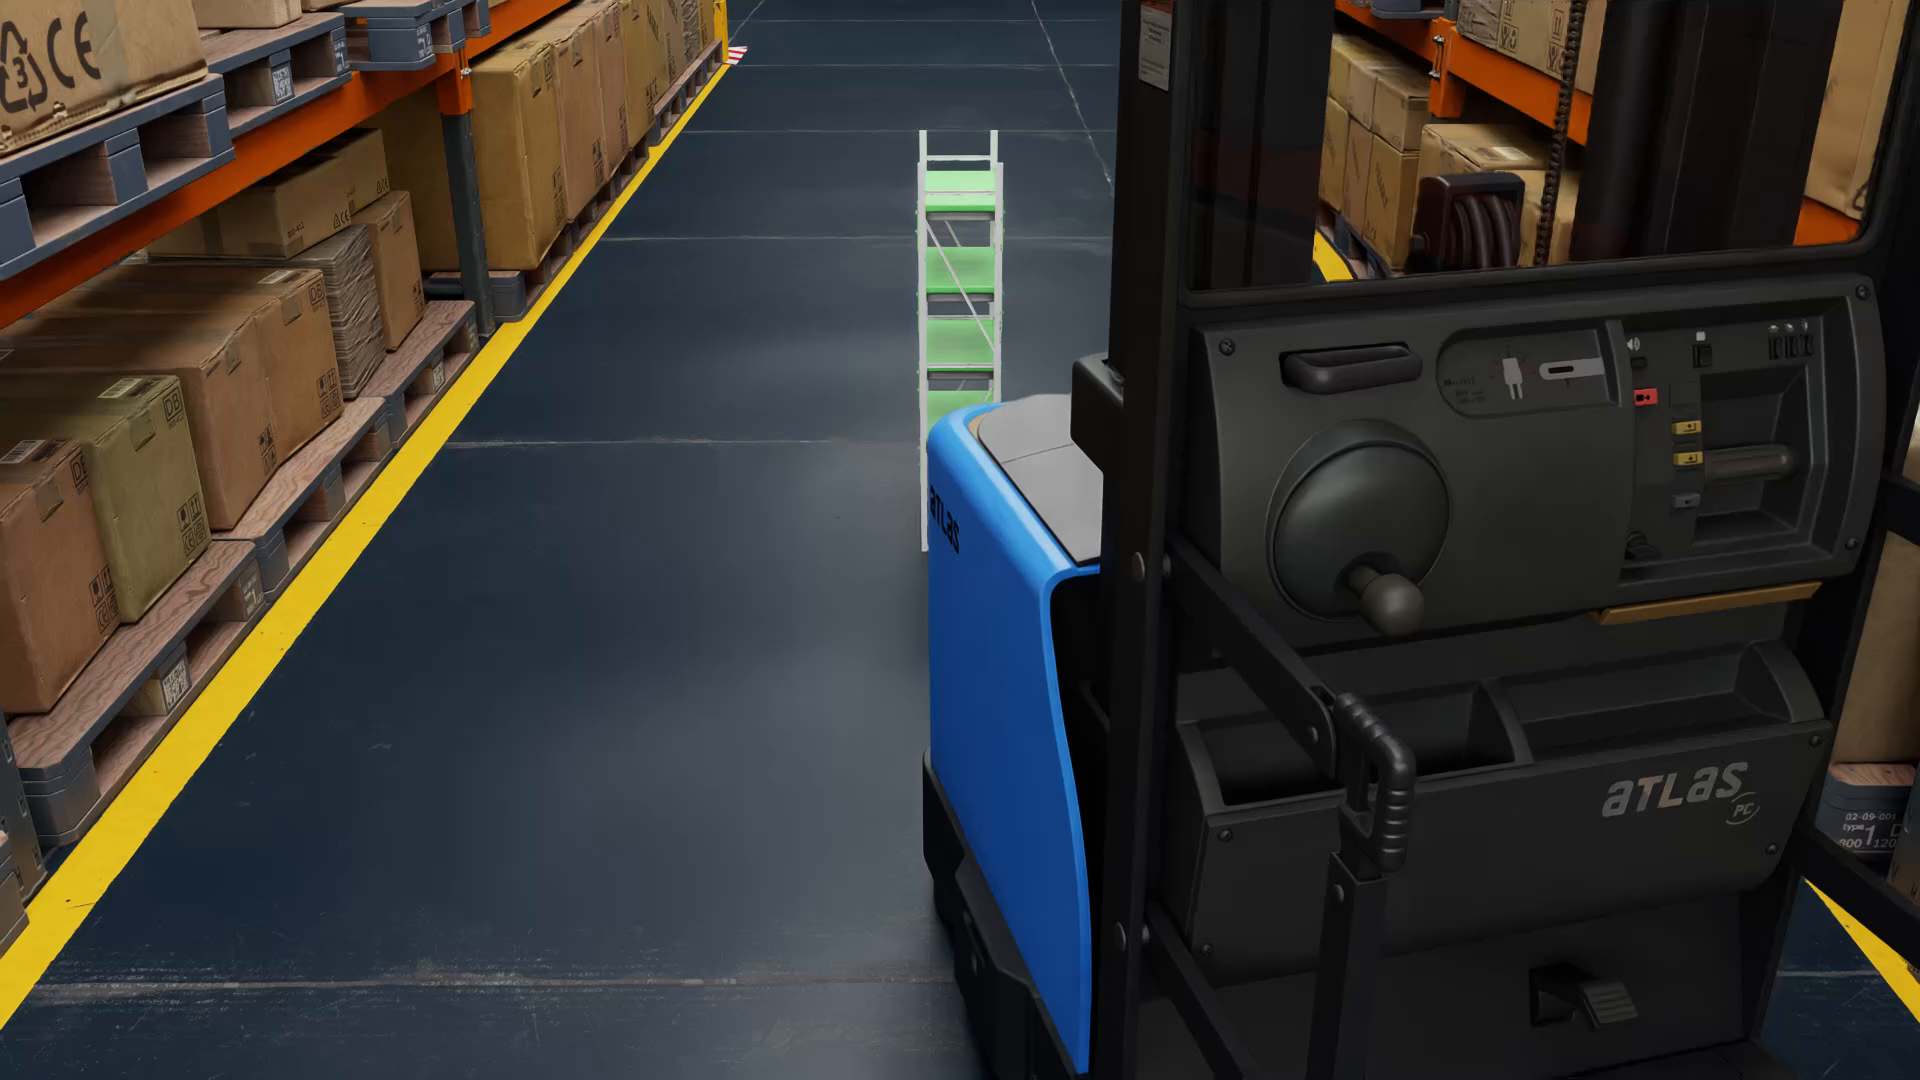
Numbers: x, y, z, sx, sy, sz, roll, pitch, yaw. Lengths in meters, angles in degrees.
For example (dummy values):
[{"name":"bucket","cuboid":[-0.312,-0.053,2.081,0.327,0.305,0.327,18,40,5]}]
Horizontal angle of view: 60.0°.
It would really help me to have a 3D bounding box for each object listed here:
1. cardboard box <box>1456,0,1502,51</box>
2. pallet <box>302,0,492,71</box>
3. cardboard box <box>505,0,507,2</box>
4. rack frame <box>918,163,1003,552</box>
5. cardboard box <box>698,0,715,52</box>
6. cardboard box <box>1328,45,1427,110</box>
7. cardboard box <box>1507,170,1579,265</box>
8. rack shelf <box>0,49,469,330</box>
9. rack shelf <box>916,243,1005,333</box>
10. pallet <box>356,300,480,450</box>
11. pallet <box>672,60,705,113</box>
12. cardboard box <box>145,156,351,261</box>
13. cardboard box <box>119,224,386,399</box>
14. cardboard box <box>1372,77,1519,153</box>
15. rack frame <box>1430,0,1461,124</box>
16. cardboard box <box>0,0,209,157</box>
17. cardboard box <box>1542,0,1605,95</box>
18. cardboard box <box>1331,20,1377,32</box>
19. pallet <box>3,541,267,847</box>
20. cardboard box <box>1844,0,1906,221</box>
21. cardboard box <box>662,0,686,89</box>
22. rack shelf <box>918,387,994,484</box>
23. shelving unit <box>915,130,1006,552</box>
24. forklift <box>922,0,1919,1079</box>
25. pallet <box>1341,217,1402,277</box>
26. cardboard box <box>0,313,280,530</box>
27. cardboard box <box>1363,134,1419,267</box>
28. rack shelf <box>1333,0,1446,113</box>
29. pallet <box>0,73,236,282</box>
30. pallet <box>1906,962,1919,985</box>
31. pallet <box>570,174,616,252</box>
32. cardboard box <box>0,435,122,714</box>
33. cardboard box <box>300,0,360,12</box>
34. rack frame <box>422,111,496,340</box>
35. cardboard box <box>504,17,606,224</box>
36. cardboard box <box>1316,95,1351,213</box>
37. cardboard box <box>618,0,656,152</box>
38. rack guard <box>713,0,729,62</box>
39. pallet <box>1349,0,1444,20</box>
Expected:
[{"name":"cardboard box","cuboid":[2.169,-2.091,6.113,0.500,0.500,0.500,0,24,0]},{"name":"pallet","cuboid":[-2.413,-1.871,5.979,1.213,0.211,1.003,0,24,-1]},{"name":"cardboard box","cuboid":[-2.268,-2.711,7.483,0.500,0.500,0.500,-1,24,-2]},{"name":"rack frame","cuboid":[0.001,-0.514,4.931,0.240,1.200,0.015,0,24,-1]},{"name":"cardboard box","cuboid":[-2.527,-4.508,13.646,0.875,0.875,0.875,0,24,-1]},{"name":"cardboard box","cuboid":[2.158,-2.324,8.363,0.500,0.250,0.500,0,24,1]},{"name":"cardboard box","cuboid":[2.363,-0.787,5.570,1.050,0.750,0.750,0,24,0]},{"name":"rack shelf","cuboid":[-2.505,-1.099,4.914,1.077,0.370,4.000,0,24,-1]},{"name":"rack shelf","cuboid":[-0.002,-0.775,5.081,0.258,0.148,0.480,0,24,-1]},{"name":"pallet","cuboid":[-2.520,-0.659,6.450,1.003,0.211,1.213,0,24,-1]},{"name":"pallet","cuboid":[-2.517,-3.447,12.615,1.003,0.211,1.213,0,24,-1]},{"name":"cardboard box","cuboid":[-2.474,-1.160,5.764,0.500,0.250,0.500,2,24,5]},{"name":"cardboard box","cuboid":[-2.481,-0.808,5.897,0.700,0.500,0.500,-2,24,-5]},{"name":"cardboard box","cuboid":[2.164,-1.907,7.440,0.500,0.250,0.500,-1,24,-2]},{"name":"rack frame","cuboid":[2.434,-2.232,6.545,1.000,3.000,0.127,0,24,-1]},{"name":"cardboard box","cuboid":[-2.352,-1.396,3.459,1.000,1.000,1.000,0,24,0]},{"name":"cardboard box","cuboid":[2.182,-1.674,5.190,0.500,0.500,0.500,0,24,-1]},{"name":"cardboard box","cuboid":[2.142,-2.749,9.302,0.500,0.250,0.500,0,24,1]},{"name":"pallet","cuboid":[-2.493,0.347,4.227,1.003,0.211,1.213,0,24,-1]},{"name":"cardboard box","cuboid":[2.204,-0.843,3.353,0.500,0.500,0.500,0,24,-1]},{"name":"cardboard box","cuboid":[-2.508,-3.766,12.006,0.875,0.875,0.875,0,24,-1]},{"name":"rack shelf","cuboid":[-0.002,-0.338,5.279,0.258,0.148,0.480,0,24,-1]},{"name":"shelving unit","cuboid":[-0.002,-0.615,5.154,0.258,1.200,0.503,0,24,-1]},{"name":"forklift","cuboid":[0.799,-0.081,1.872,1.130,2.935,3.031,-6,25,-14]},{"name":"pallet","cuboid":[2.427,-1.283,7.832,1.003,0.211,1.213,0,24,-1]},{"name":"cardboard box","cuboid":[-2.461,-0.345,4.872,0.700,0.500,0.500,-2,24,-5]},{"name":"cardboard box","cuboid":[2.165,-1.554,7.571,0.500,0.500,0.500,0,24,-1]},{"name":"rack shelf","cuboid":[2.412,-2.728,8.515,1.077,0.370,4.000,0,24,-1]},{"name":"pallet","cuboid":[-2.346,-0.831,3.681,1.003,0.211,1.213,0,24,-1]},{"name":"pallet","cuboid":[2.408,1.001,2.782,1.003,0.211,1.213,0,24,-1]},{"name":"pallet","cuboid":[-2.471,-1.807,8.990,1.003,0.211,1.213,0,24,-1]},{"name":"cardboard box","cuboid":[-2.469,0.082,3.928,0.700,0.500,0.500,-2,24,-5]},{"name":"cardboard box","cuboid":[-2.375,-2.036,5.481,0.700,0.500,0.500,3,25,7]},{"name":"rack frame","cuboid":[-2.527,-2.251,6.588,1.000,3.000,0.127,0,24,-1]},{"name":"cardboard box","cuboid":[-2.516,-2.126,8.380,1.225,0.875,0.875,0,24,0]},{"name":"cardboard box","cuboid":[2.141,-1.986,8.525,0.500,0.500,0.500,-1,24,-3]},{"name":"cardboard box","cuboid":[-2.544,-2.859,10.001,1.225,0.875,0.875,0,24,0]},{"name":"rack guard","cuboid":[-2.615,-4.419,14.414,1.175,0.500,0.348,0,24,-1]},{"name":"pallet","cuboid":[2.319,-2.438,7.233,1.213,0.211,1.003,0,24,-1]}]
